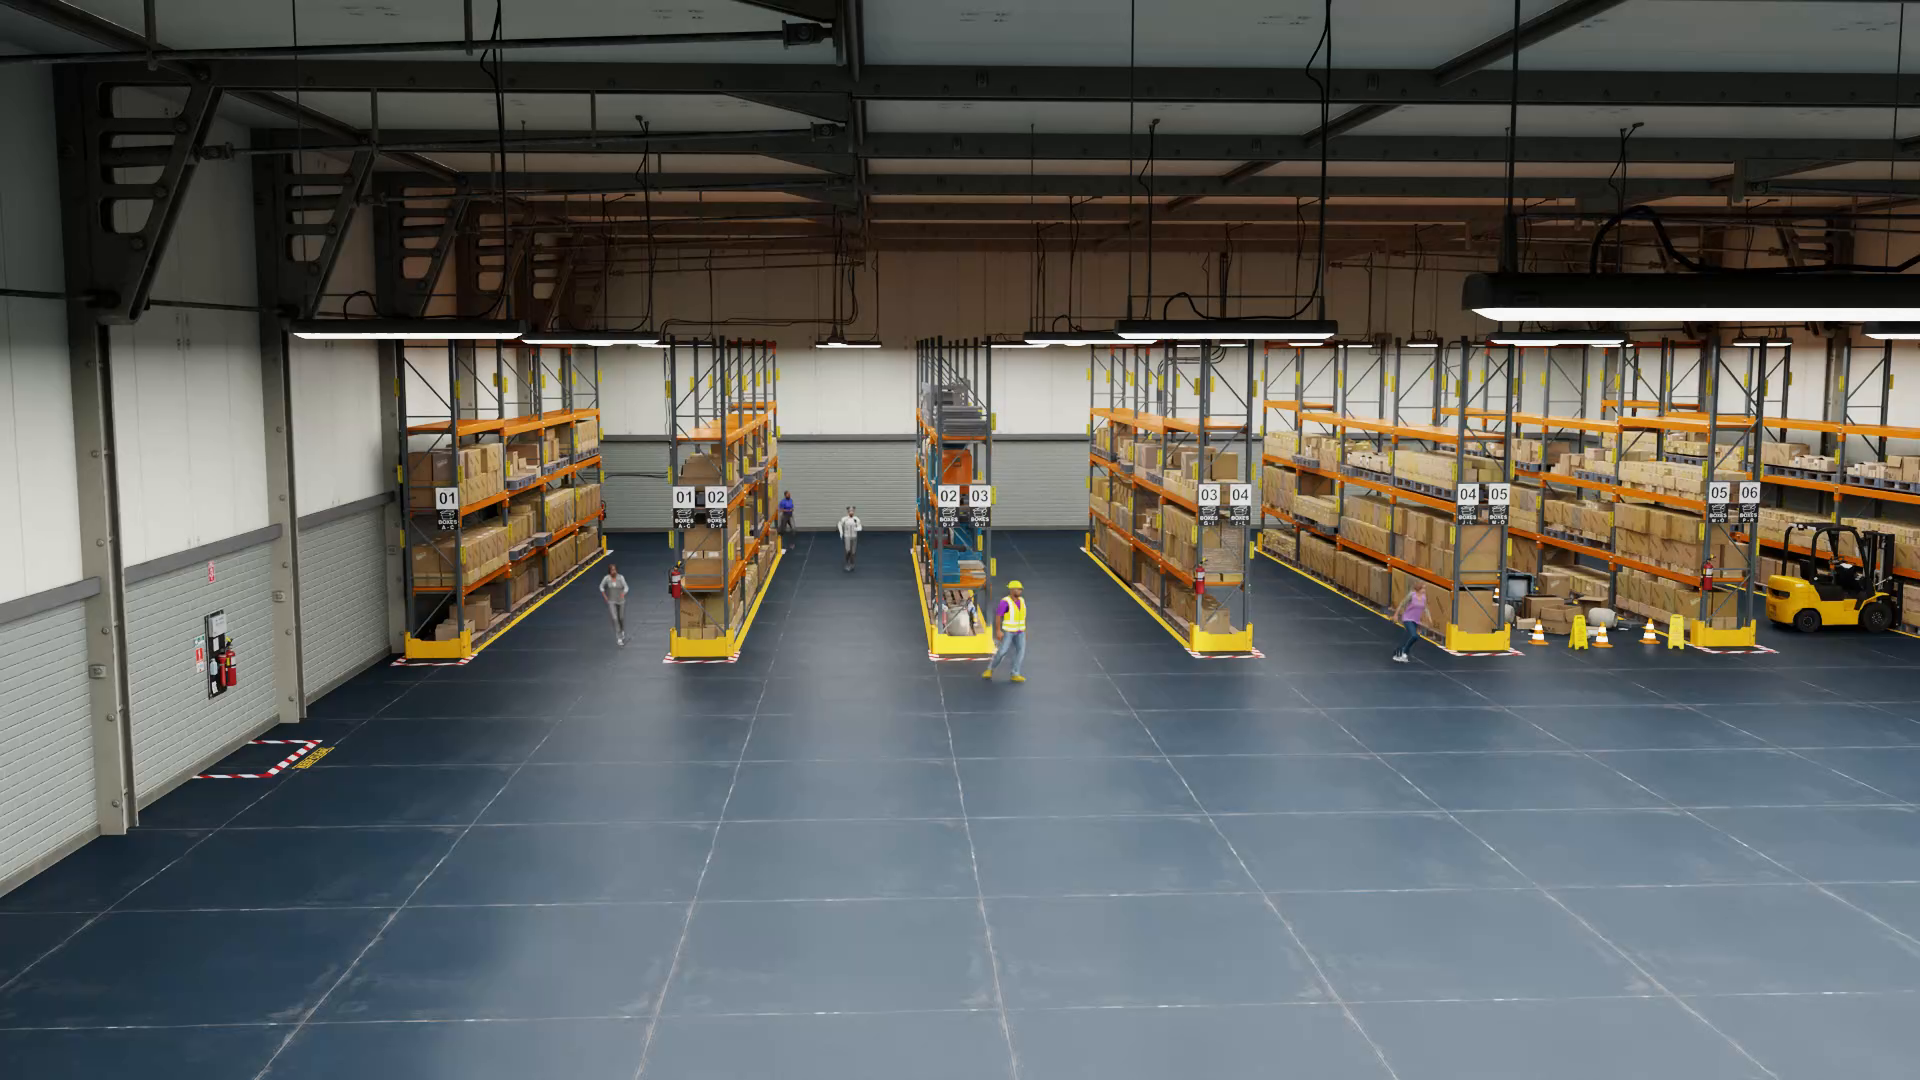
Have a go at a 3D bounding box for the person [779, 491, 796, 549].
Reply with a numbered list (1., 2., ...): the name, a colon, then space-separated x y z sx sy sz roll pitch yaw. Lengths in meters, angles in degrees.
1. person: -5.027 -0.585 48.321 0.543 1.716 0.849 -5 8 -36

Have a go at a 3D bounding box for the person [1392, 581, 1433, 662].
1. person: 8.312 1.497 30.475 0.462 1.533 0.749 -4 8 -31

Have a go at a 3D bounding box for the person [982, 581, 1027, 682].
1. person: 0.812 1.579 28.901 0.770 1.751 0.600 -5 8 -35

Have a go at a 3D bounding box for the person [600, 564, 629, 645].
1. person: -6.764 1.287 32.569 0.544 1.469 0.825 -2 7 -19

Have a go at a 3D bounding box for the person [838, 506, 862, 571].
1. person: -2.855 -0.041 43.401 0.585 1.717 0.695 -1 7 -12
